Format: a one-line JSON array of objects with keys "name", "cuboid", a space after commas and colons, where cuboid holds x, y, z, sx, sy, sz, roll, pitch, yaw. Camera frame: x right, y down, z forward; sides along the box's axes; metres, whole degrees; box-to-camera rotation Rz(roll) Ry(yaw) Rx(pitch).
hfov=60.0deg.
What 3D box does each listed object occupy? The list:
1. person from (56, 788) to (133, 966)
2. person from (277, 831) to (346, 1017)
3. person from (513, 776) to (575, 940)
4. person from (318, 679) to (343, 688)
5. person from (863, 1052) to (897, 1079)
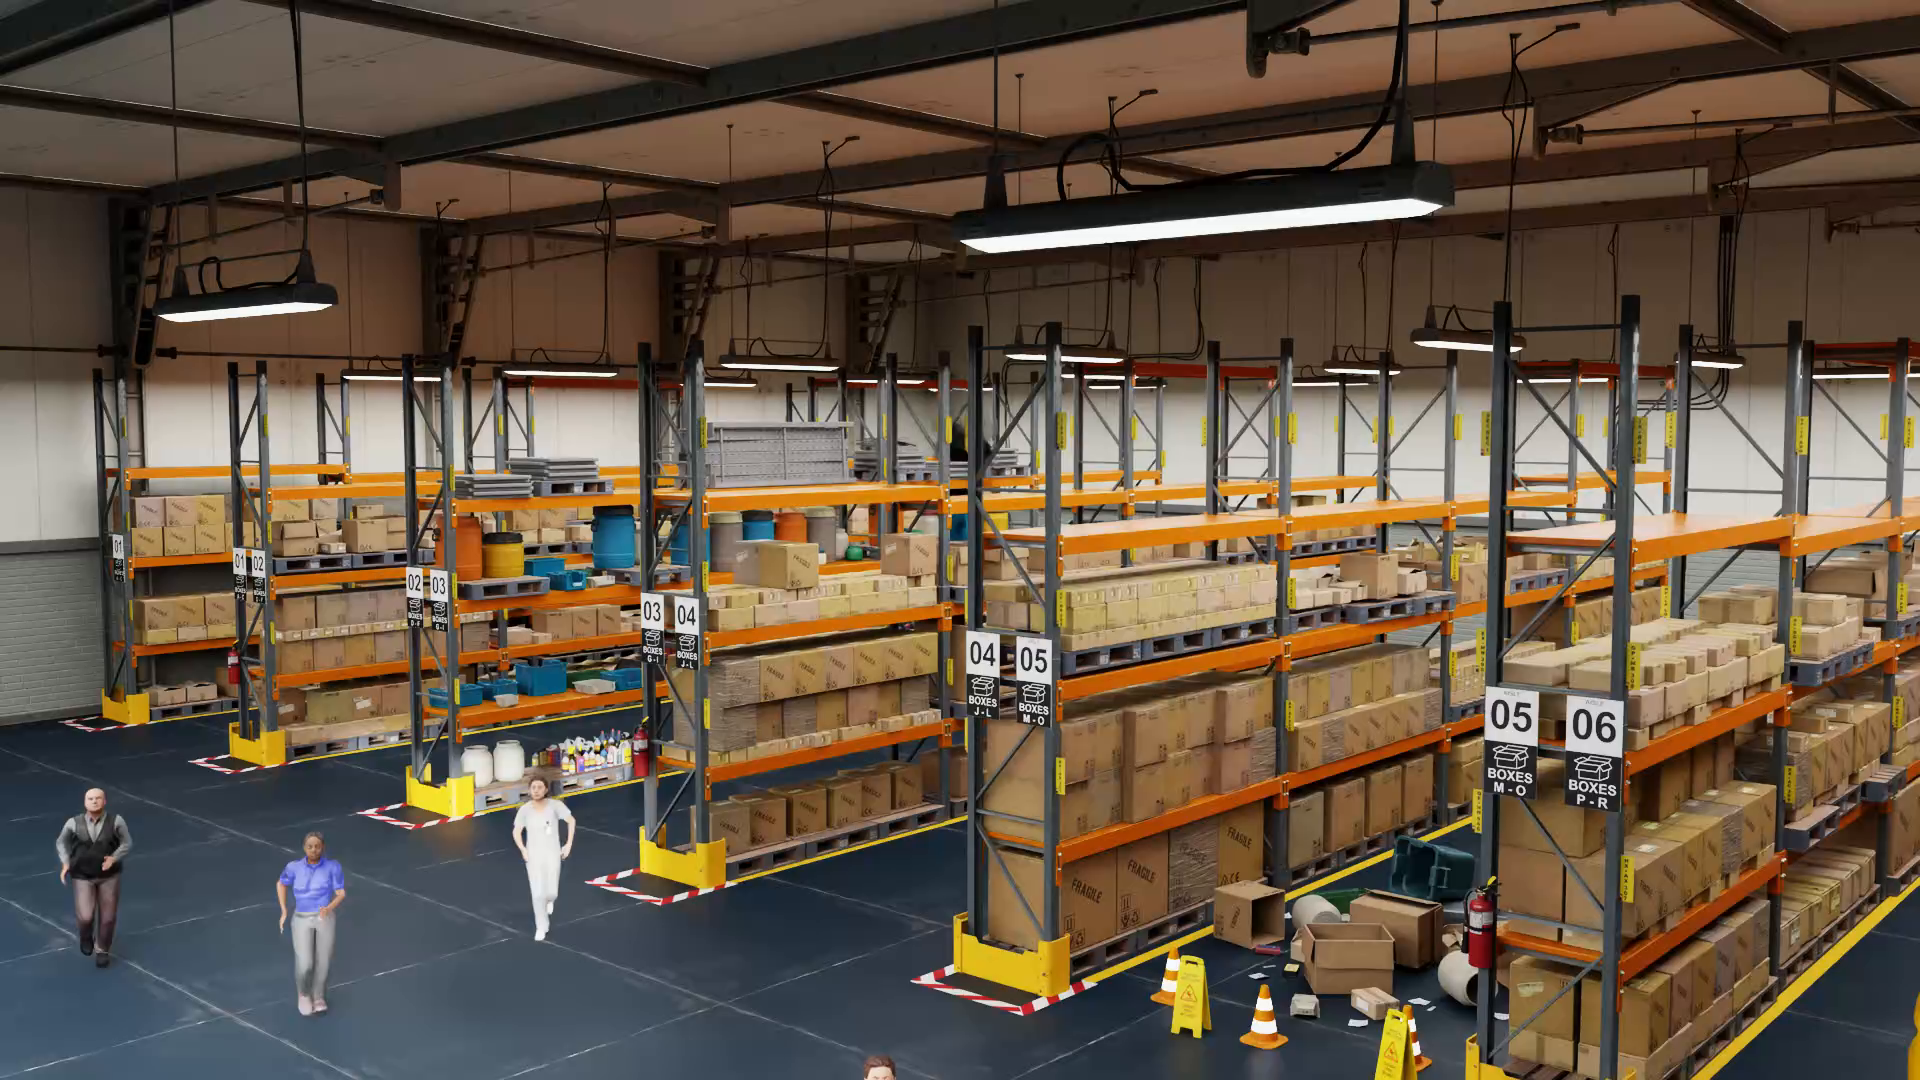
[{"name": "person", "cuboid": [-8.112, 3.178, 15.608, 0.650, 1.682, 0.566, -2, 5, -27]}, {"name": "person", "cuboid": [-5.537, 3.294, 14.229, 0.543, 1.613, 0.715, -2, 5, -24]}, {"name": "person", "cuboid": [-4.142, 3.151, 16.559, 0.595, 1.620, 0.635, -1, 4, -8]}, {"name": "person", "cuboid": [-10.525, 2.300, 27.897, 0.606, 1.618, 0.556, 3, 5, 31]}, {"name": "person", "cuboid": [-0.446, 3.670, 9.117, 0.543, 1.701, 0.723, -1, 4, -10]}]
